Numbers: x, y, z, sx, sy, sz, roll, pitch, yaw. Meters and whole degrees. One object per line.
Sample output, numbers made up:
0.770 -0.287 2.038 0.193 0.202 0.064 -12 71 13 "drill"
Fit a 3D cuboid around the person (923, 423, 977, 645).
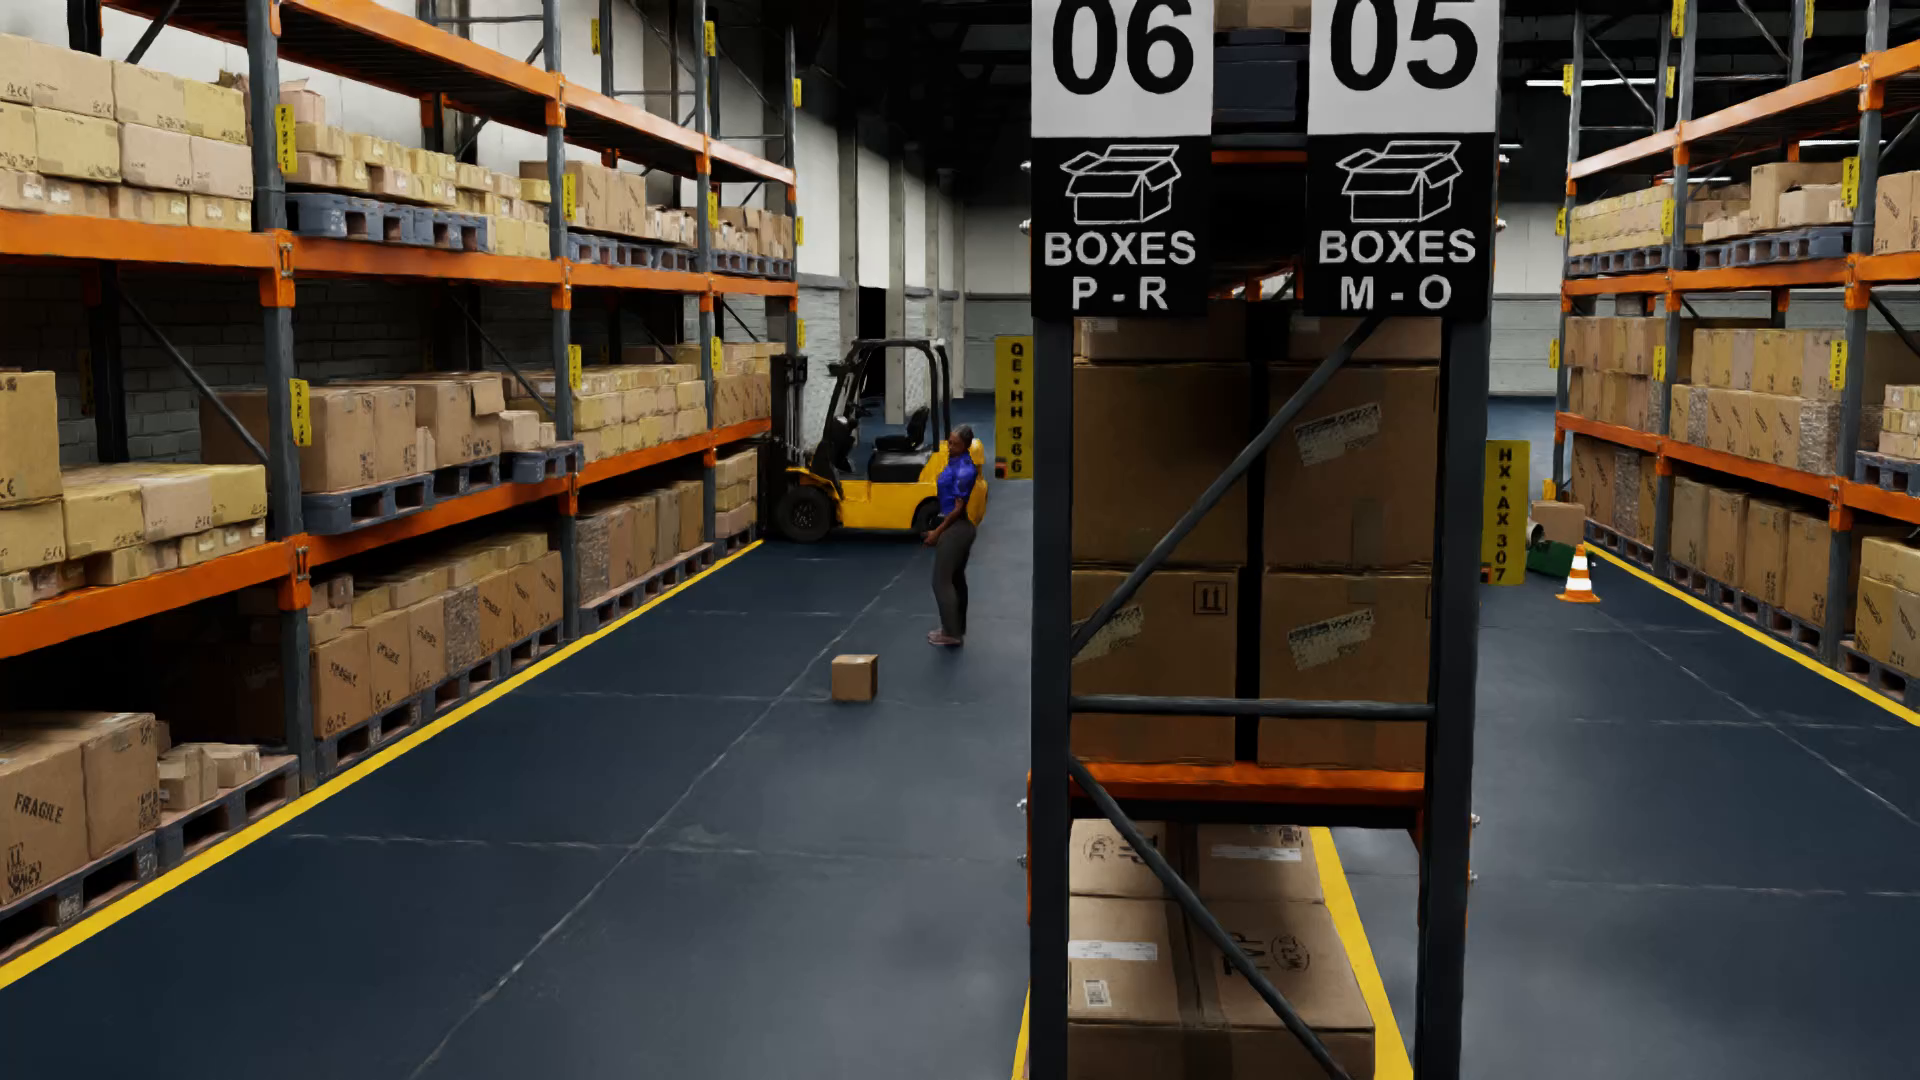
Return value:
-0.086 -0.041 12.245 0.398 1.638 0.557 -1 8 -5 "person"
